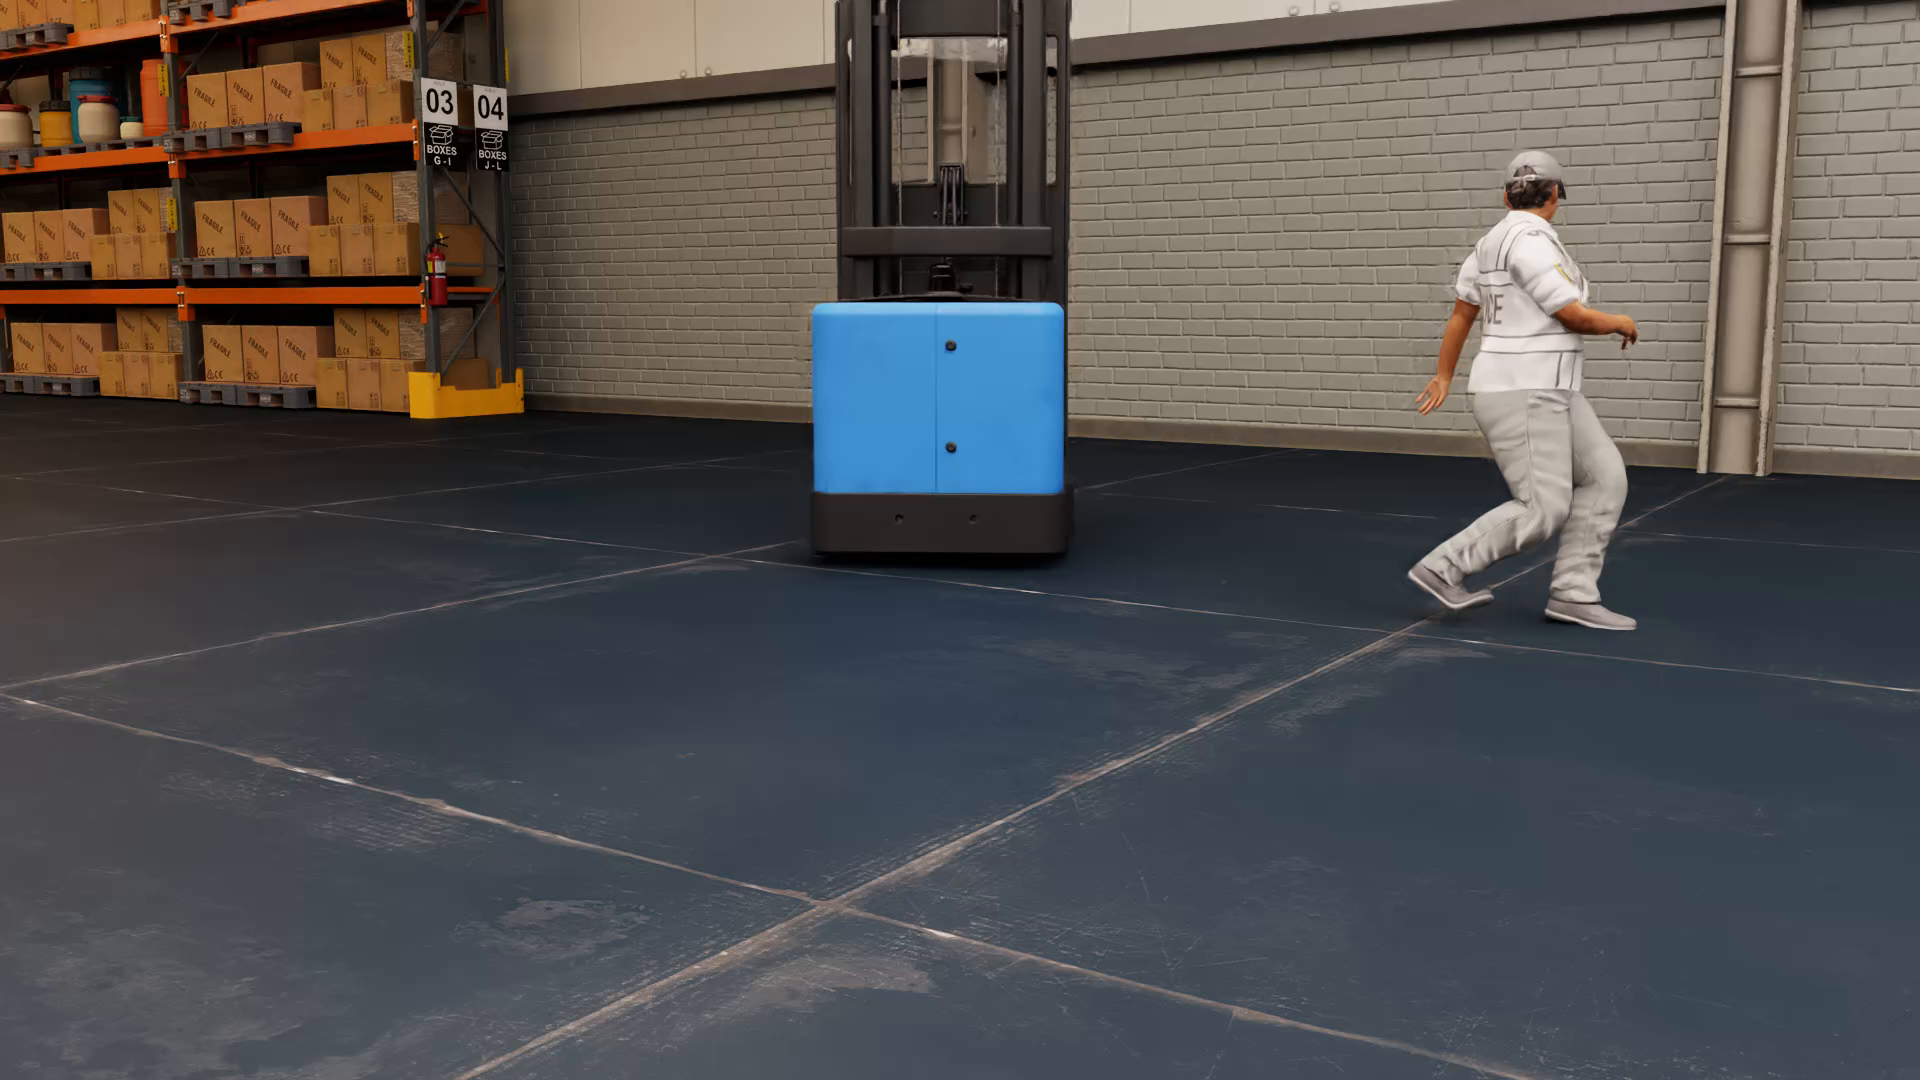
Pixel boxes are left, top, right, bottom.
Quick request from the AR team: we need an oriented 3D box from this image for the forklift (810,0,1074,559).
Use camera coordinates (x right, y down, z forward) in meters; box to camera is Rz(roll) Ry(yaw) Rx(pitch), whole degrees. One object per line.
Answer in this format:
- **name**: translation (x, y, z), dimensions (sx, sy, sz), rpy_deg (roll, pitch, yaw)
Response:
- **forklift**: translation (-0.021, -1.541, 8.031), dimensions (1.130, 2.935, 3.031), rpy_deg (0, 8, 3)

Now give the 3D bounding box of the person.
- **person**: translation (1.900, -0.498, 5.576), dimensions (0.776, 1.588, 0.533), rpy_deg (3, 9, 23)
